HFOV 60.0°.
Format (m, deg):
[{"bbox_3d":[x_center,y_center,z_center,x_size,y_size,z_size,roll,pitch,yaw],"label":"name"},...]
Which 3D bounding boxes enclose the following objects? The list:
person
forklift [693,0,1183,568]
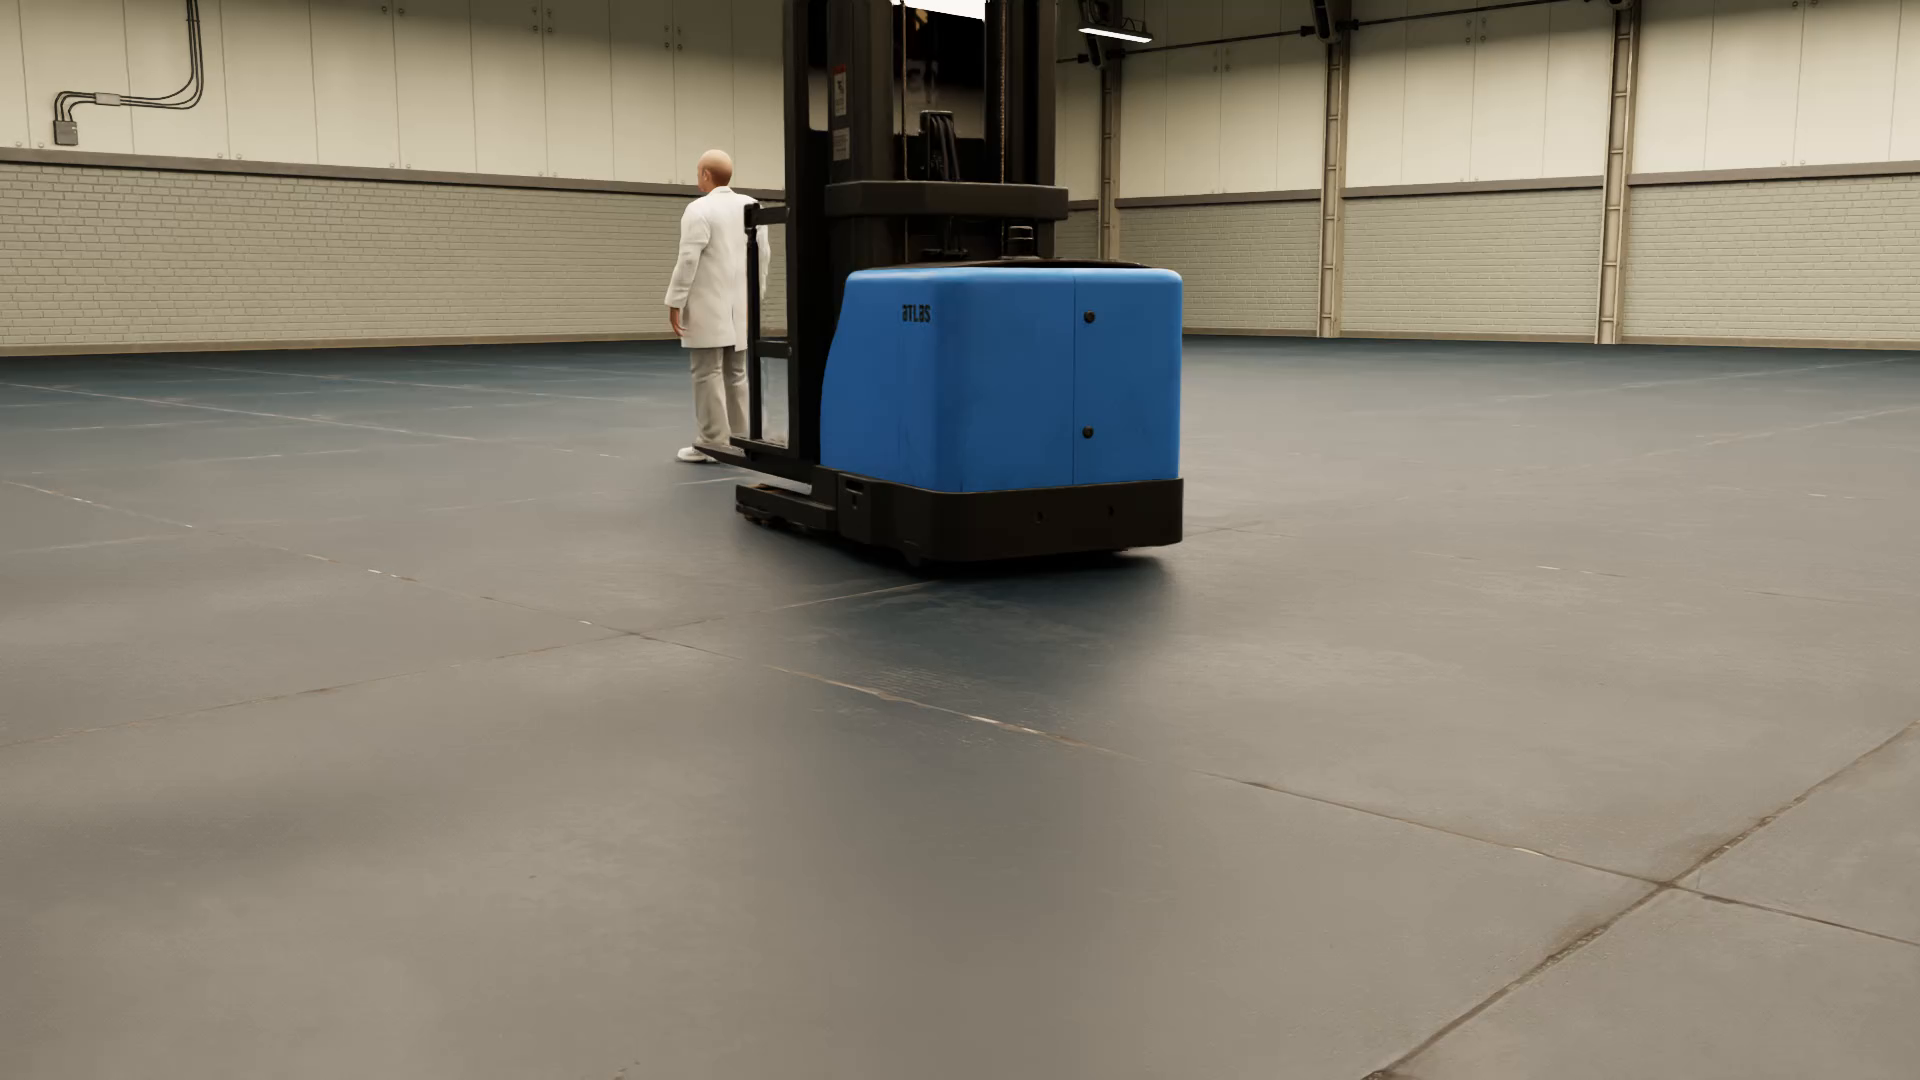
[{"bbox_3d":[-1.467,-1.347,9.670,0.566,1.782,0.692,8,12,43],"label":"person"},{"bbox_3d":[-0.322,-1.530,7.038,1.130,2.935,3.031,-5,10,-28],"label":"forklift"}]
